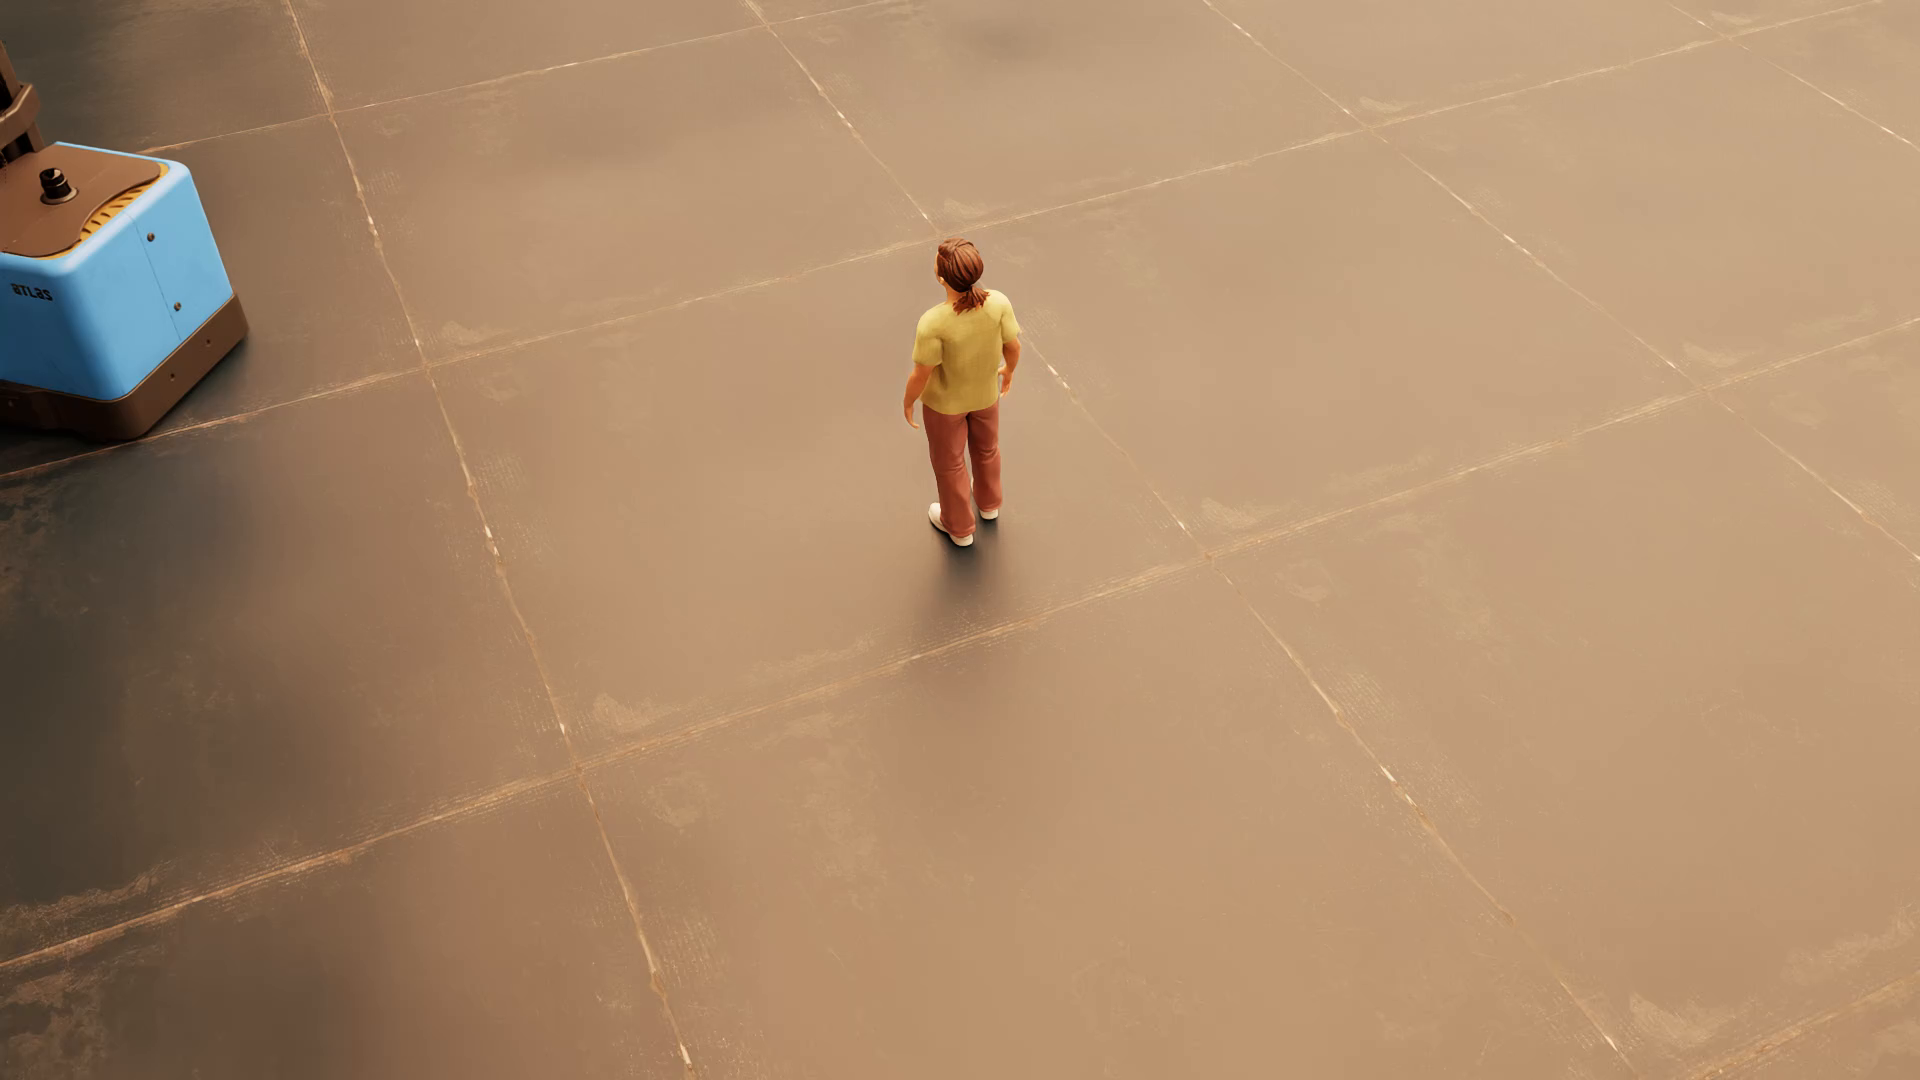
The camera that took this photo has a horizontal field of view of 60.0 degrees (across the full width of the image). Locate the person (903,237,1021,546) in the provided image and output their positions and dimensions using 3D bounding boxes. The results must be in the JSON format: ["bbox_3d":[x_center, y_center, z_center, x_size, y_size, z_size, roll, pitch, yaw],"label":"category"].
[{"bbox_3d":[-0.020,-0.667,7.304,0.553,1.675,0.549,-18,46,-18],"label":"person"}]

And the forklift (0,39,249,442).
[{"bbox_3d":[-5.393,-2.131,7.964,3.031,2.935,1.130,11,44,12],"label":"forklift"}]
